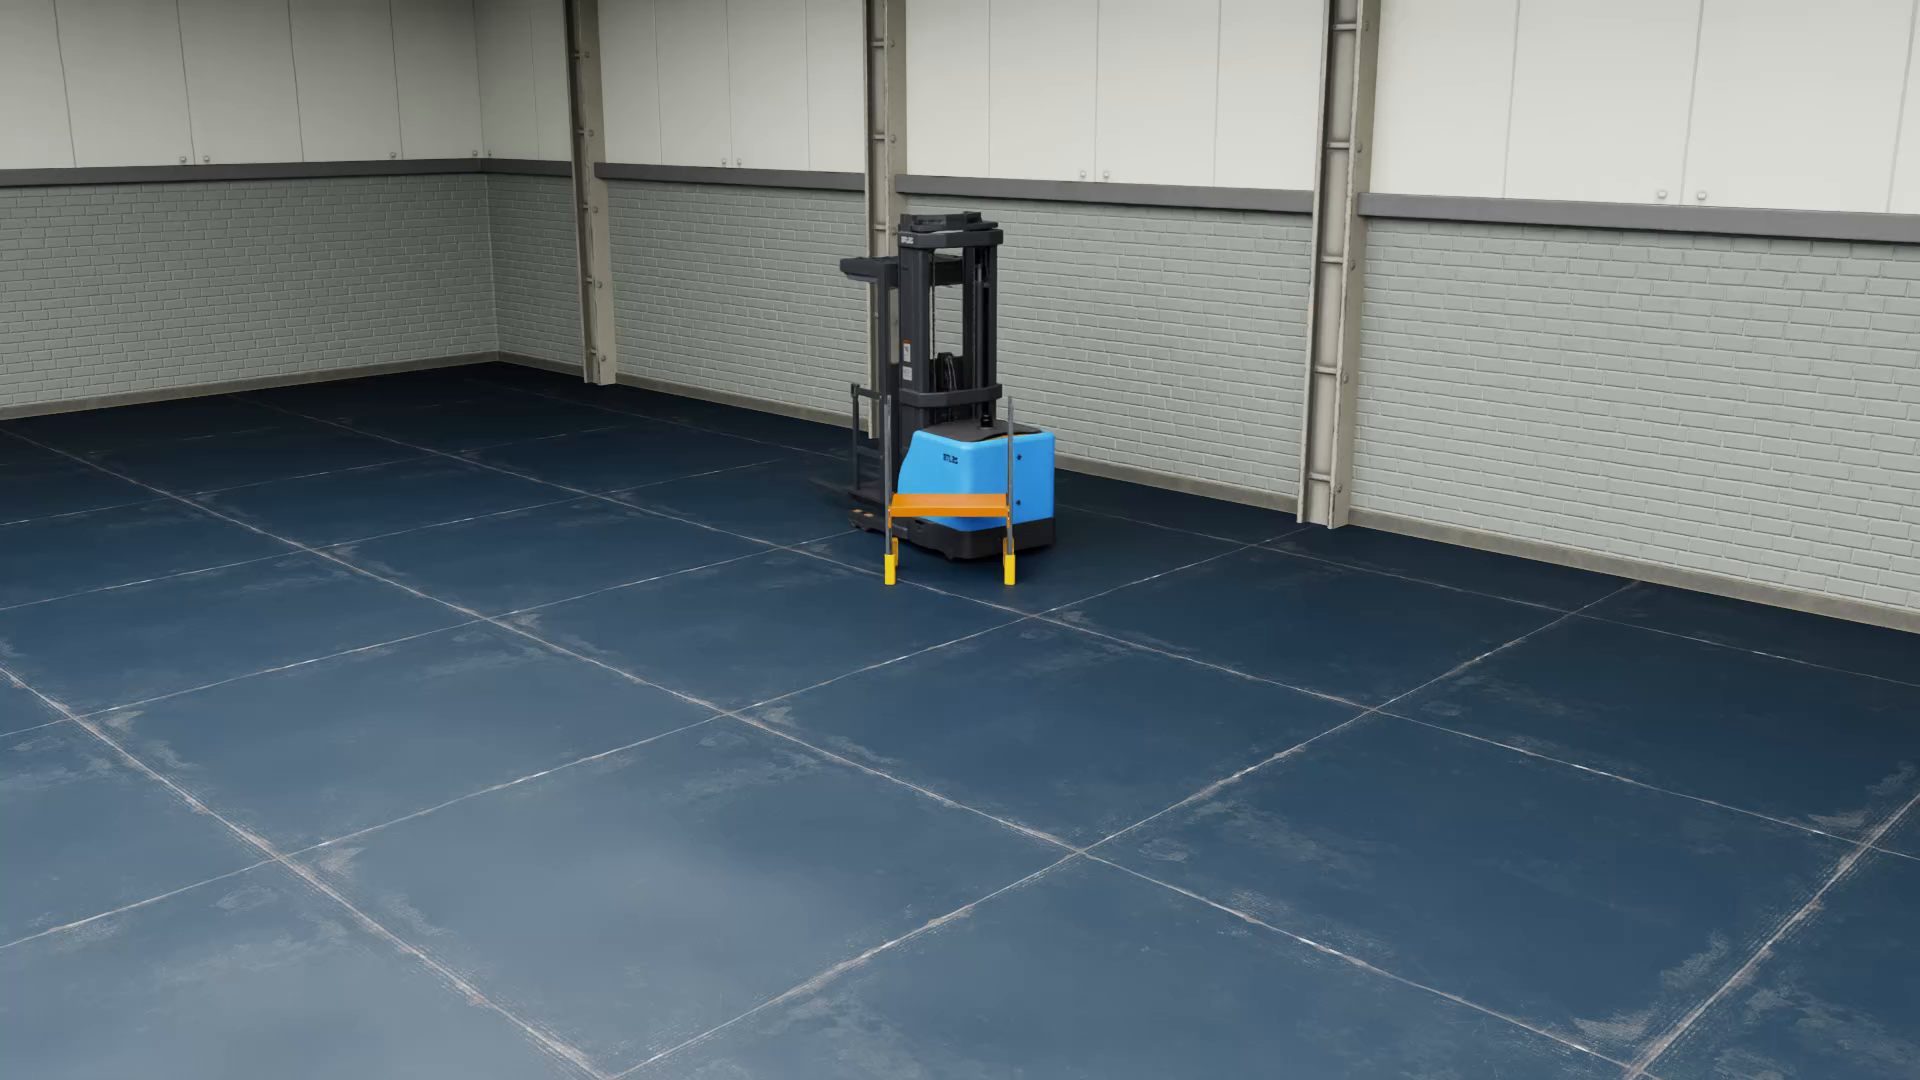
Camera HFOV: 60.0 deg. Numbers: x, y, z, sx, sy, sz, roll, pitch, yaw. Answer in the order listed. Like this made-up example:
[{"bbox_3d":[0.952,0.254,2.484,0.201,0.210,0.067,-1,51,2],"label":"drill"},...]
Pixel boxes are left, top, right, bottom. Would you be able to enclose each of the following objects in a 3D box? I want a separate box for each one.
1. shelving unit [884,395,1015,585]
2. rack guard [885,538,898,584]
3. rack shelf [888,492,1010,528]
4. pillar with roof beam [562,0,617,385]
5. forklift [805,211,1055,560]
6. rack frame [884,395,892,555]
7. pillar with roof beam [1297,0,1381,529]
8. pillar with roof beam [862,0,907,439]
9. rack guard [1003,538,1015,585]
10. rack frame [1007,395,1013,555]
[{"bbox_3d":[-0.081,-0.430,13.924,1.083,1.500,0.587,0,15,0],"label":"shelving unit"},{"bbox_3d":[-0.579,0.175,14.084,0.087,0.250,0.587,0,15,0],"label":"rack guard"},{"bbox_3d":[-0.090,-0.255,13.969,1.000,0.185,0.538,0,15,0],"label":"rack shelf"},{"bbox_3d":[-8.159,-5.839,19.812,0.400,9.000,9.100,14,20,42],"label":"pillar with roof beam"},{"bbox_3d":[-0.413,-1.564,15.439,1.130,2.935,3.031,-10,18,-34],"label":"forklift"},{"bbox_3d":[-0.599,-0.430,13.926,0.032,1.500,0.500,0,15,0],"label":"rack frame"},{"bbox_3d":[0.479,-3.739,11.752,0.400,9.000,9.100,14,20,42],"label":"pillar with roof beam"},{"bbox_3d":[-3.840,-4.789,15.782,0.400,9.000,9.100,14,20,42],"label":"pillar with roof beam"},{"bbox_3d":[0.417,0.176,14.079,0.087,0.250,0.587,0,15,0],"label":"rack guard"},{"bbox_3d":[0.418,-0.429,13.922,0.032,1.500,0.500,0,15,0],"label":"rack frame"}]
